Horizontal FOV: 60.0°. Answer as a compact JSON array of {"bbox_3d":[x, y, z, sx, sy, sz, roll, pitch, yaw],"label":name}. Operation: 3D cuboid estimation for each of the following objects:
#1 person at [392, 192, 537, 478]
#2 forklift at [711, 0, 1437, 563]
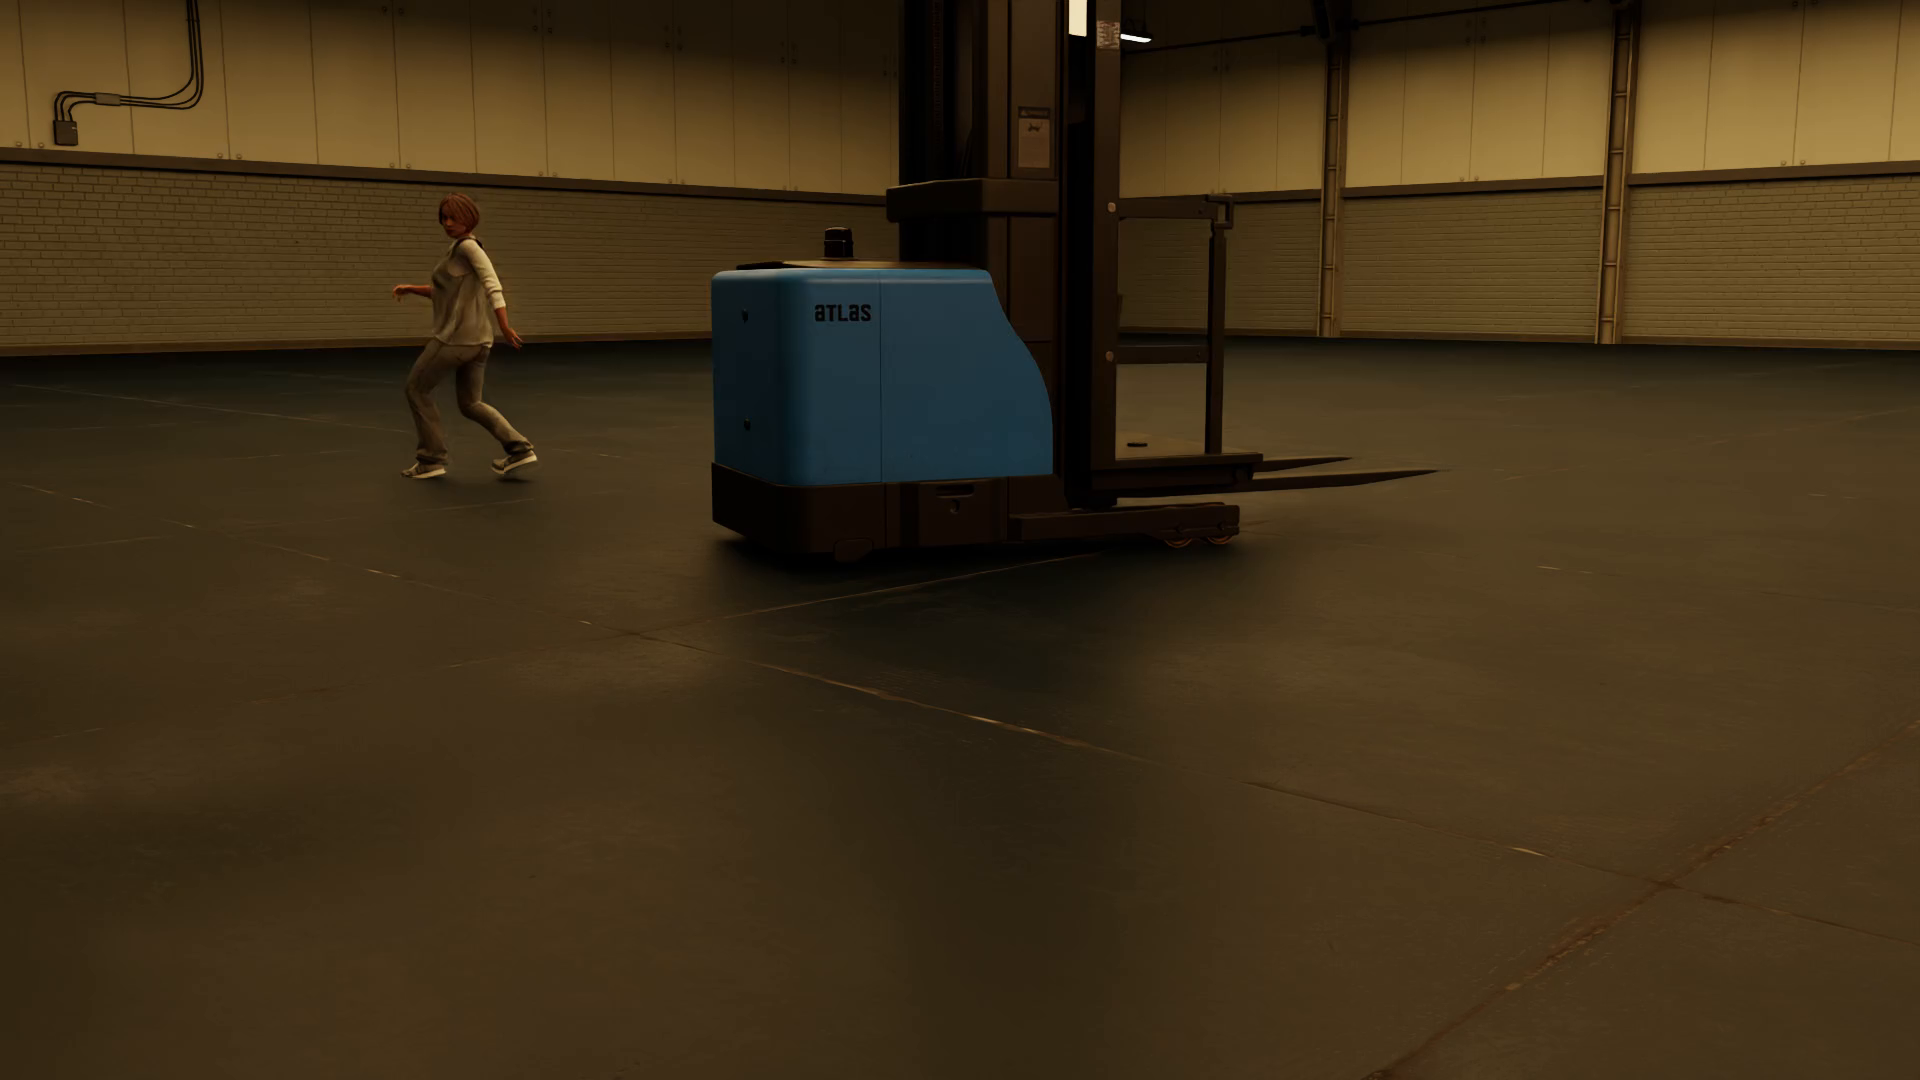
[{"bbox_3d":[-2.634,-1.058,8.772,0.794,1.520,0.438,1,9,5],"label":"person"},{"bbox_3d":[0.559,-1.486,6.742,3.031,2.935,1.130,-4,9,-23],"label":"forklift"}]
